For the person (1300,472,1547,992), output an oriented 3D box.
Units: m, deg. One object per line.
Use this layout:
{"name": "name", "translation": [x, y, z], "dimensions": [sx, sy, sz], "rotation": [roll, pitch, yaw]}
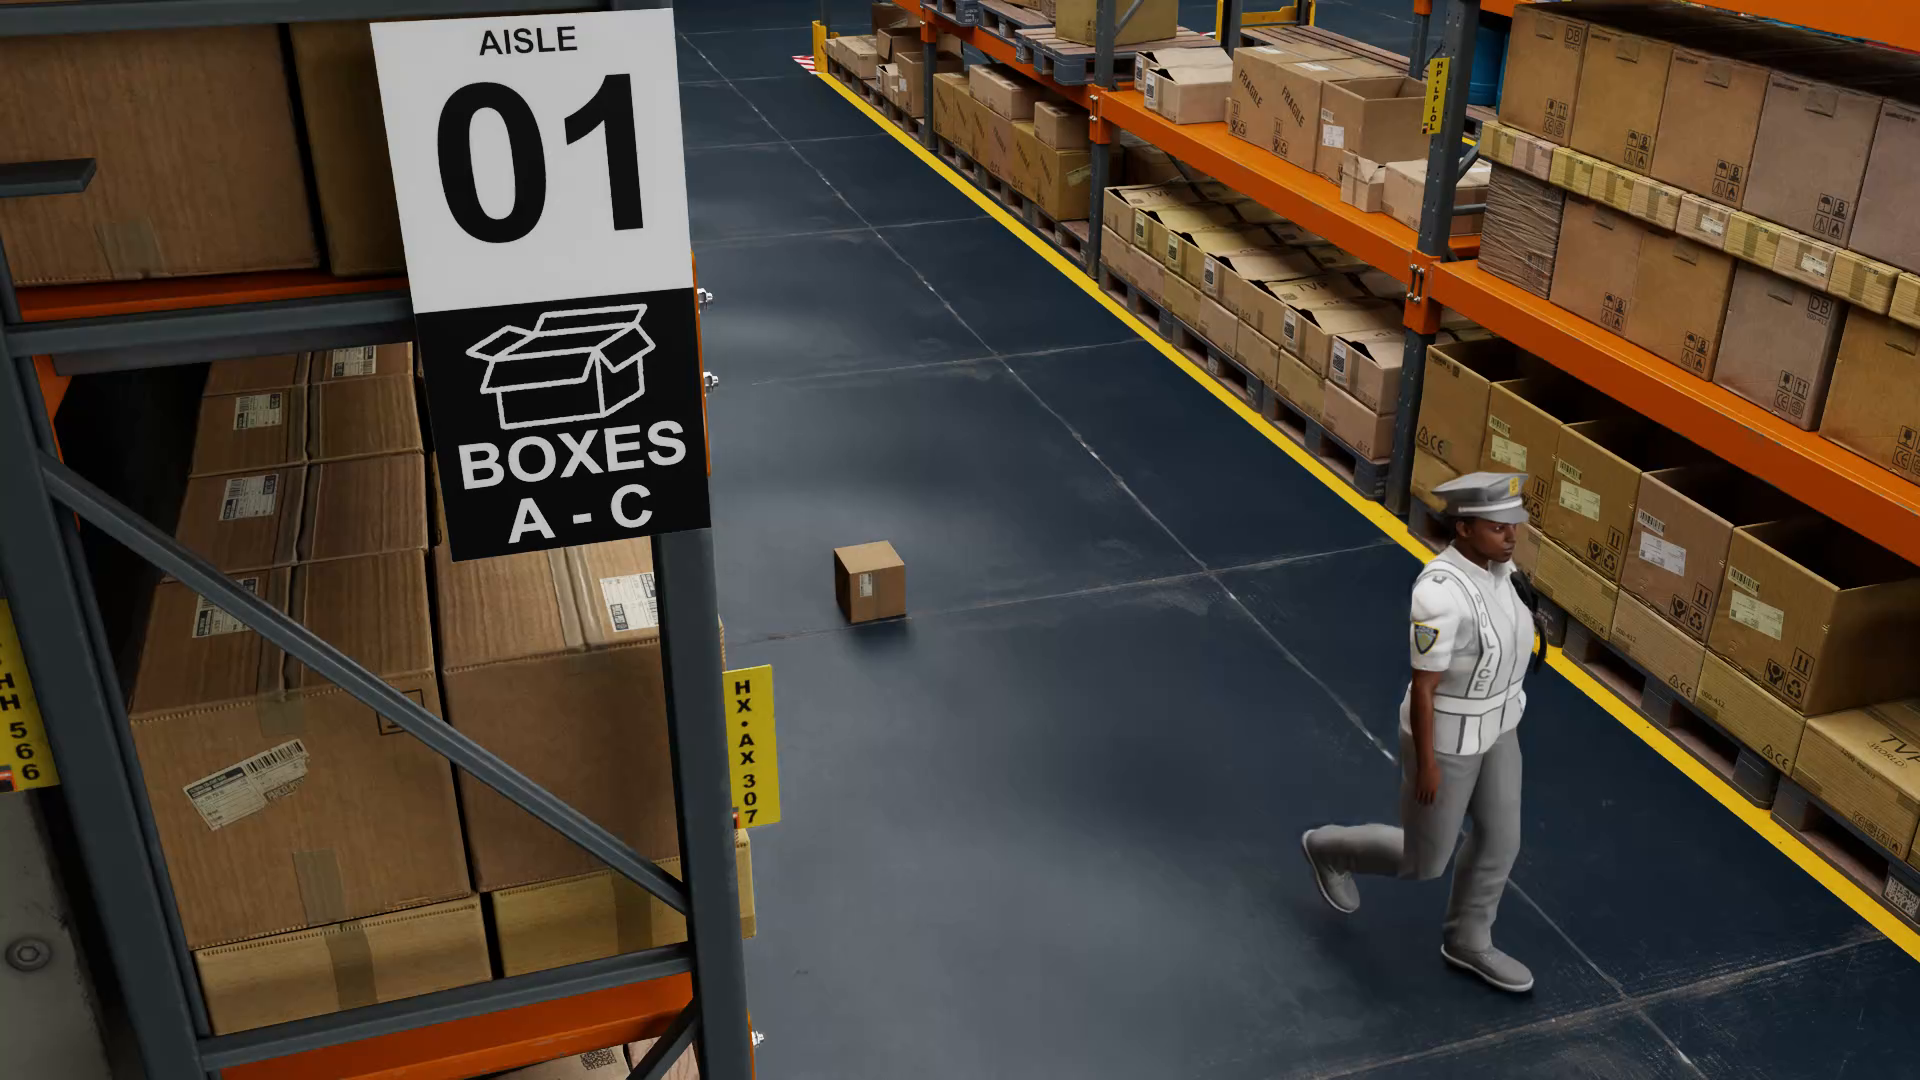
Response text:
{"name": "person", "translation": [1.446, 0.545, 4.960], "dimensions": [0.458, 1.662, 0.767], "rotation": [-23, 34, -38]}
